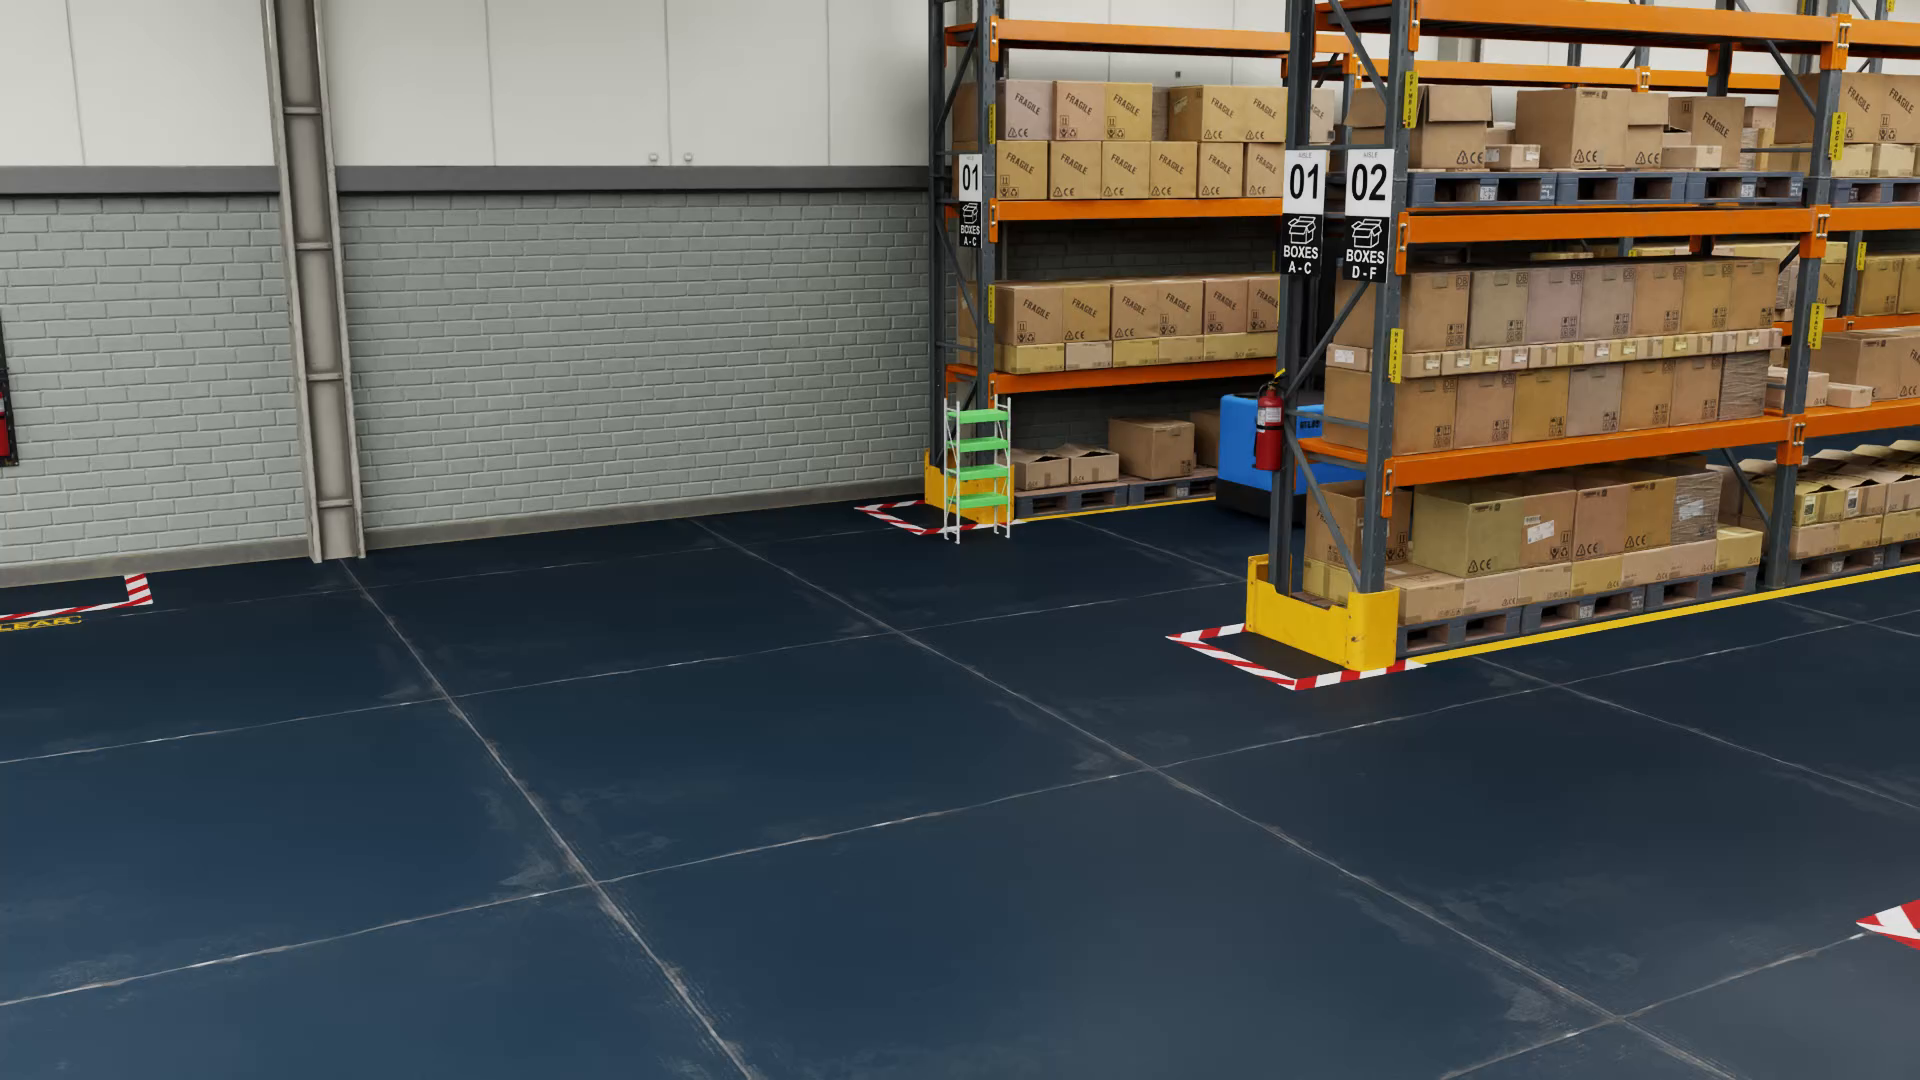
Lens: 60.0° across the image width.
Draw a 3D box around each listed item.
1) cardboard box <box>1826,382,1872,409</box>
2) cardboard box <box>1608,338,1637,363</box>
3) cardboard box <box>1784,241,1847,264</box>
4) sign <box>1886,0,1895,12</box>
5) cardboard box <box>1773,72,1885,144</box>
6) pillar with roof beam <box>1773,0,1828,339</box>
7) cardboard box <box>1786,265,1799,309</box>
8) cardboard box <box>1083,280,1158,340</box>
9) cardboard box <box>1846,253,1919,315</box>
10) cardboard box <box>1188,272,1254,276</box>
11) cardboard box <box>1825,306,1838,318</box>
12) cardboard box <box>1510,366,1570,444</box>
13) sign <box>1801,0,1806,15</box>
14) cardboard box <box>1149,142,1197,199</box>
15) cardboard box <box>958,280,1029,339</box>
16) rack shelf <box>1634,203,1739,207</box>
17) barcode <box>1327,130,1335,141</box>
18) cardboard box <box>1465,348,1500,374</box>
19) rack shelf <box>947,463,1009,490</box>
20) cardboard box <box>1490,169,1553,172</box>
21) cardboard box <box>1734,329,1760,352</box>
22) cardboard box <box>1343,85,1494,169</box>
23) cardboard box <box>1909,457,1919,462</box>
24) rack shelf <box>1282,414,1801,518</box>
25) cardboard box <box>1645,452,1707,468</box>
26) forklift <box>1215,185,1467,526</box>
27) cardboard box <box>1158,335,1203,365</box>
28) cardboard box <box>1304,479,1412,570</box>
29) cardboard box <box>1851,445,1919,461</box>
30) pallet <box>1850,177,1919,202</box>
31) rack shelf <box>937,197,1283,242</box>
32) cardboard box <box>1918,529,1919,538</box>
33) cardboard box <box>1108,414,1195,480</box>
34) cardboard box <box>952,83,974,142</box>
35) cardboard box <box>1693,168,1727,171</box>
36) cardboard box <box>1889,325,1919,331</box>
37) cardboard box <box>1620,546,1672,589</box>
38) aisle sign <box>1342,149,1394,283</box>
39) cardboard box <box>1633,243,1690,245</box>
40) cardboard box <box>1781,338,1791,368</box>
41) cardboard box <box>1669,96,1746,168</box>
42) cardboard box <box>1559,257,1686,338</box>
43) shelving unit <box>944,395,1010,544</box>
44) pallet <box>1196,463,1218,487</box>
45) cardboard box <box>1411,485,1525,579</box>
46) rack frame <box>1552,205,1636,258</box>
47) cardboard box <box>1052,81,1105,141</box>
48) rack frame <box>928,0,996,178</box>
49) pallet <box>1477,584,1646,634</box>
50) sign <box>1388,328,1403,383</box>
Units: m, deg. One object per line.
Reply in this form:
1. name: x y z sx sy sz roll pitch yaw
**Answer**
1. cardboard box: 6.772 -1.118 12.817 0.250 0.149 0.380 -7 14 -28
2. cardboard box: 4.414 -1.320 11.439 0.250 0.149 0.380 -6 14 -26
3. cardboard box: 10.254 -3.454 19.965 0.500 0.250 0.500 -6 14 -26
4. sign: 10.812 -6.300 19.301 0.005 0.325 0.100 -7 14 -28
5. cardboard box: 6.457 -3.205 12.364 0.500 0.500 0.500 -7 14 -27
6. pillar with roof beam: 12.804 -5.320 17.253 0.400 9.000 9.100 -7 14 -28
7. cardboard box: 9.814 -3.034 19.806 0.500 0.500 0.500 -7 14 -27
8. cardboard box: 1.467 -2.118 15.277 0.500 0.500 0.500 -7 15 -30
9. cardboard box: 11.669 -3.259 21.073 0.700 0.700 0.980 -7 15 -29
10. cardboard box: 2.551 -2.381 16.443 0.500 0.500 0.500 -7 14 -28
11. cardboard box: 10.381 -2.780 20.155 0.250 0.149 0.380 -7 14 -27
12. cardboard box: 3.699 -0.969 11.354 0.500 0.500 0.700 -7 14 -27
13. sign: 10.297 -6.552 20.238 0.005 0.325 0.100 -7 14 -28
14. cardboard box: 1.825 -3.395 15.256 0.500 0.500 0.500 -6 14 -24
15. cardboard box: 0.321 -2.113 15.255 0.500 0.500 0.500 -7 14 -28
16. rack shelf: 8.786 -3.885 19.345 4.000 0.370 1.077 -7 14 -28
17. barcode: 2.419 -2.637 10.842 0.075 0.075 0.001 -7 14 -28
18. cardboard box: 3.283 -1.185 10.839 0.250 0.149 0.380 -7 14 -28
19. rack shelf: 0.145 -0.540 14.069 0.480 0.148 0.258 -7 14 -28
20. cardboard box: 5.849 -3.967 17.791 0.637 0.503 0.797 -5 14 -20
21. cardboard box: 5.543 -1.456 12.044 0.250 0.149 0.380 -7 15 -29
22. cardboard box: 2.892 -2.613 10.543 0.637 0.503 0.797 -6 14 -24
23. cardboard box: 8.168 -0.533 13.677 0.500 0.311 0.500 -7 14 -28
24. rack shelf: 4.141 -0.625 11.694 4.000 0.370 1.077 -7 14 -28
25. cardboard box: 5.340 -0.428 12.775 0.500 0.500 0.500 -7 14 -28
26. forklift: 3.882 -1.769 15.294 3.031 2.935 1.130 -7 15 -29
27. cardboard box: 1.933 -1.809 15.614 0.500 0.250 0.500 -7 14 -27
28. cardboard box: 2.714 -0.109 11.360 0.500 0.500 0.500 -7 14 -28
29. cardboard box: 7.901 -0.636 14.132 0.500 0.311 0.500 -7 15 -29
30. pallet: 7.875 -2.772 13.193 1.213 0.211 1.003 -6 14 -25
31. rack shelf: 1.764 -3.043 15.605 4.000 0.370 1.077 -7 14 -28
32. cardboard box: 7.719 -0.207 13.502 0.500 0.250 0.500 -7 14 -27
33. cardboard box: 1.828 -0.898 15.960 0.500 0.500 0.700 -8 15 -31
34. cardboard box: 0.262 -3.826 14.894 0.500 0.500 0.500 -6 14 -25
35. cardboard box: 8.361 -4.472 19.088 0.500 0.500 0.700 -6 14 -25
36. cardboard box: 7.943 -1.477 13.611 0.500 0.500 0.500 -8 15 -31
37. cardboard box: 4.719 0.147 11.931 0.500 0.250 0.500 -7 14 -28
38. aisle sign: 2.475 -1.968 10.102 0.004 0.787 0.394 -7 14 -28
39. cardboard box: 8.213 -3.336 19.442 0.500 0.250 0.500 -7 15 -29
40. cardboard box: 10.033 -2.045 20.305 0.750 0.750 0.750 -7 14 -27
41. cardboard box: 5.328 -2.970 12.139 0.500 0.500 0.500 -6 14 -23
42. cardboard box: 4.627 -1.715 11.713 0.500 0.500 0.700 -7 14 -28
43. shelving unit: 0.145 -0.603 14.055 0.503 1.200 0.258 -7 14 -28
44. pallet: 2.947 -0.703 16.753 1.213 0.211 1.003 -7 14 -28
45. cardboard box: 3.401 -0.062 11.150 0.500 0.500 0.500 -7 14 -28
46. rack frame: 7.031 -2.562 18.660 0.127 3.000 1.000 -7 14 -28
47. cardboard box: 0.928 -3.767 14.632 0.500 0.500 0.500 -7 14 -29
48. rack frame: 0.009 -4.647 14.262 0.127 3.000 1.000 -7 14 -28
49. pallet: 4.106 0.378 11.946 1.213 0.211 1.003 -7 14 -28
50. sign: 2.646 -1.119 10.099 0.005 0.325 0.100 -7 14 -28
